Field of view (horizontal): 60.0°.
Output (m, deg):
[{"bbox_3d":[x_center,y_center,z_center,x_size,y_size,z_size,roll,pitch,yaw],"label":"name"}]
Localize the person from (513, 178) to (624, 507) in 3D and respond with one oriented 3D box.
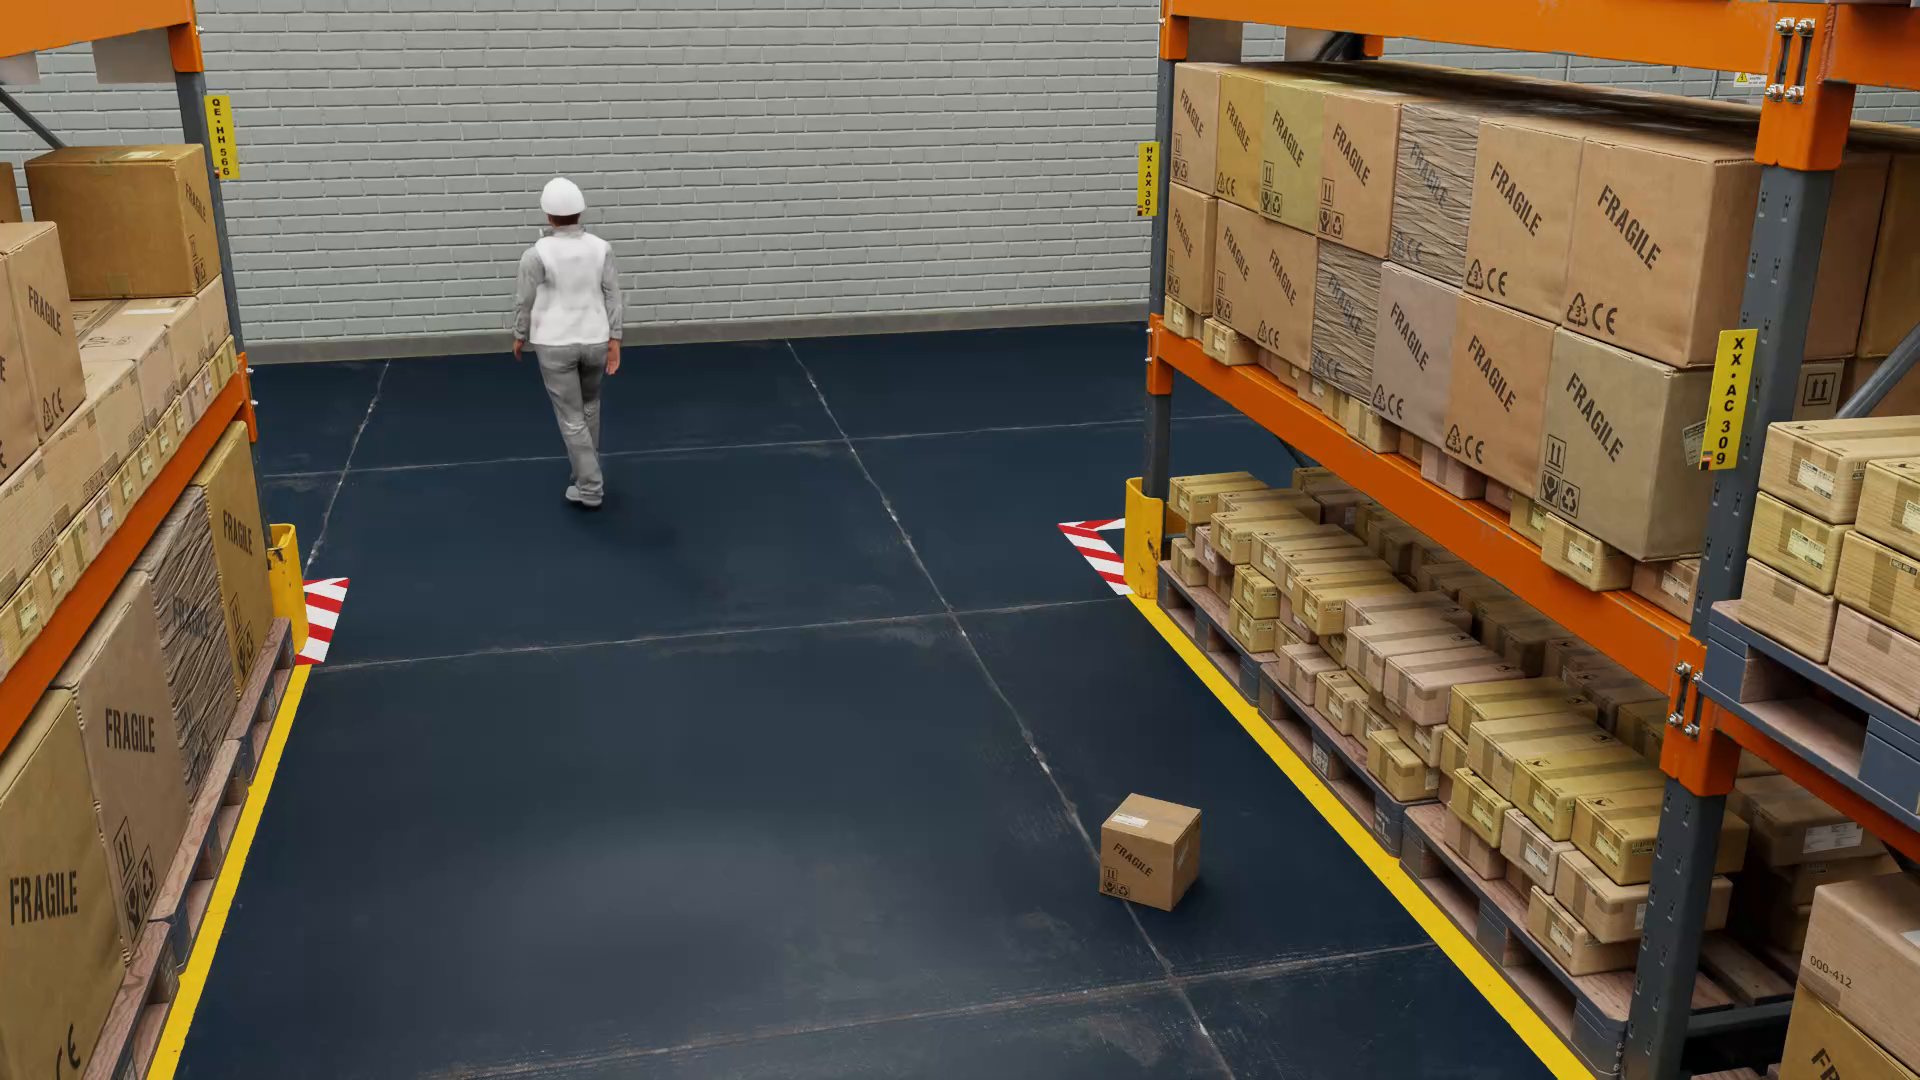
[{"bbox_3d":[-2.168,-1.077,9.100,0.547,1.804,0.756,-14,24,-34],"label":"person"}]
